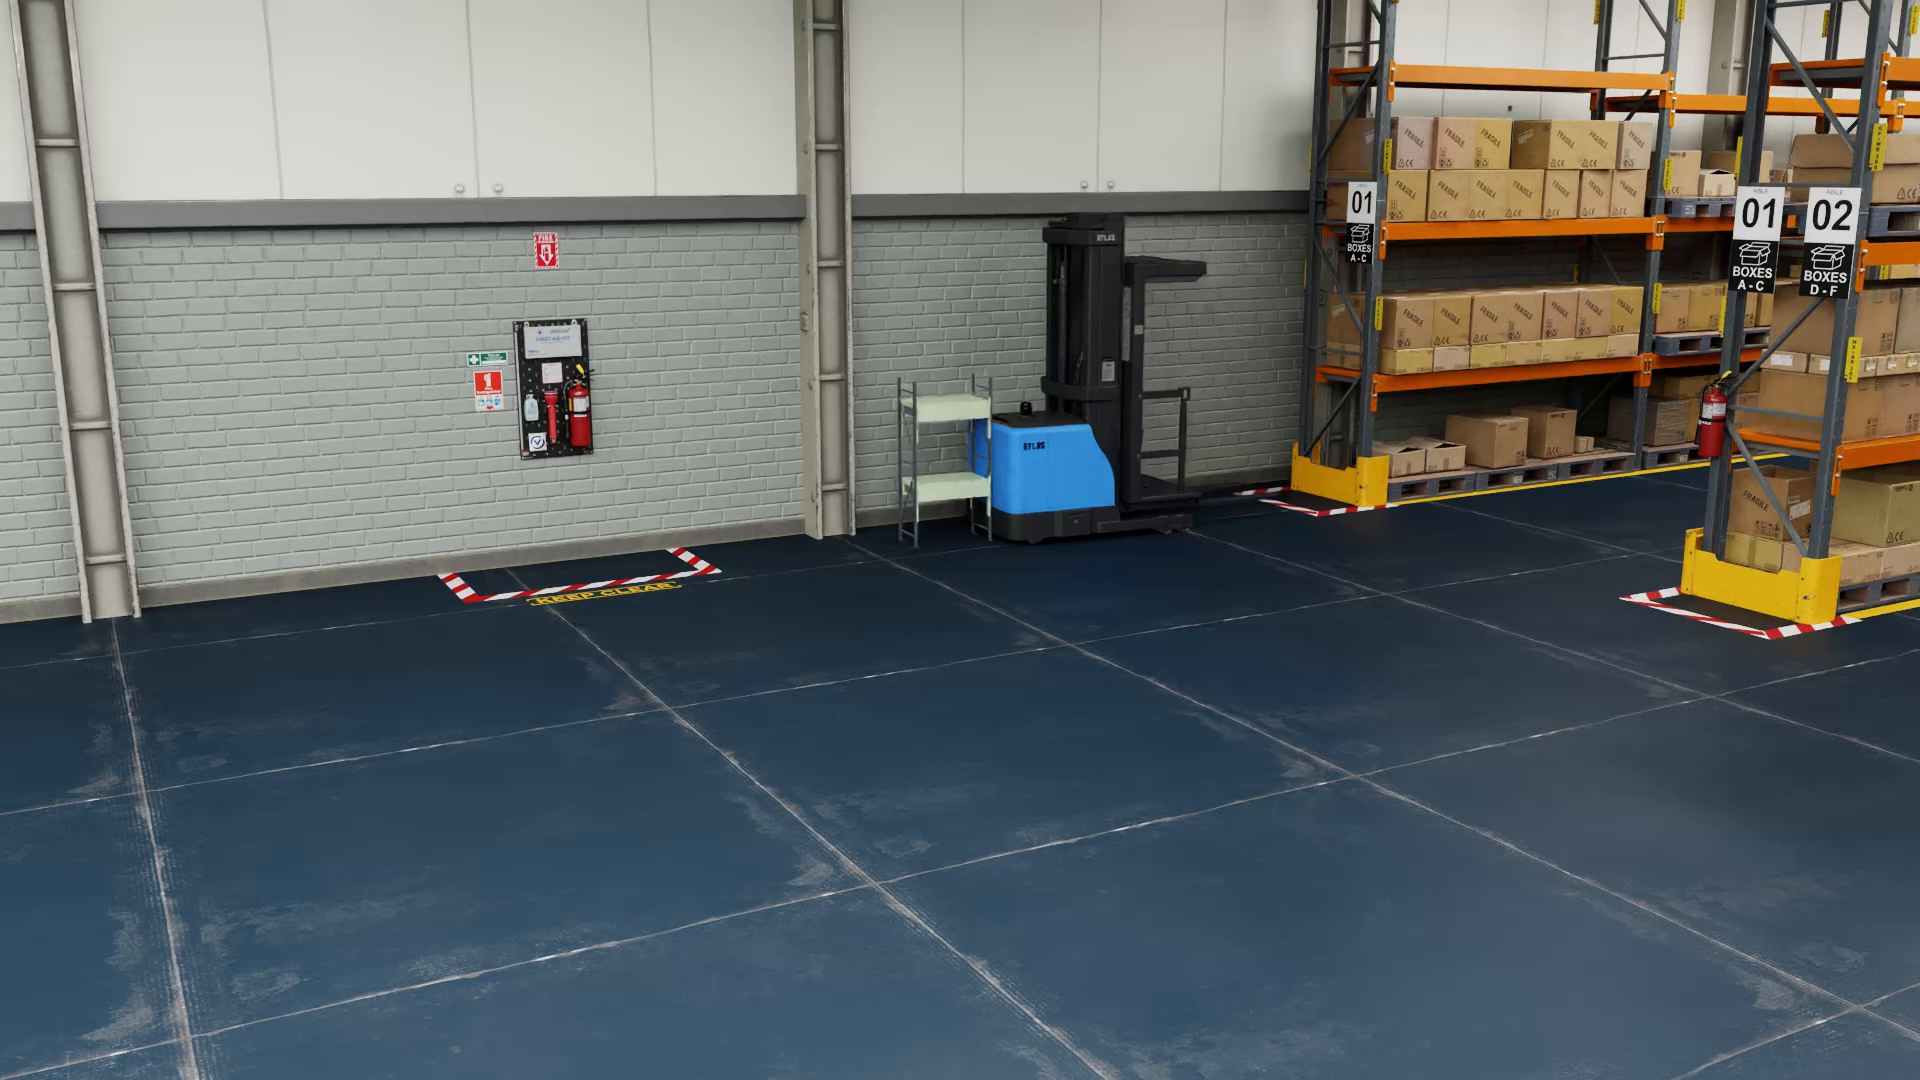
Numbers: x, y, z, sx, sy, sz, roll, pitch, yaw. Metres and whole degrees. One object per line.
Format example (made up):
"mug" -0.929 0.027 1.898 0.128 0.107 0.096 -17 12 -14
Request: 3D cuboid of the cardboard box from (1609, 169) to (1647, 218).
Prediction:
"cardboard box" 7.039 -3.753 17.990 0.500 0.500 0.500 -6 14 -26

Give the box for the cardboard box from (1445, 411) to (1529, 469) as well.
"cardboard box" 5.674 -1.090 17.951 0.500 0.500 0.700 -8 15 -31

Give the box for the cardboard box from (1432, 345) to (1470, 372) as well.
"cardboard box" 4.885 -1.896 17.137 0.500 0.250 0.500 -7 15 -30

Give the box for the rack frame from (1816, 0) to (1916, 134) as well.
"rack frame" 10.877 -5.680 19.992 0.127 3.000 1.000 -7 14 -28

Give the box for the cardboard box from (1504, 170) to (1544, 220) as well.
"cardboard box" 5.671 -3.586 17.246 0.500 0.500 0.500 -6 14 -24

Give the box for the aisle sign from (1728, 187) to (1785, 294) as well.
"aisle sign" 6.034 -2.275 12.607 0.004 0.787 0.394 -7 14 -28

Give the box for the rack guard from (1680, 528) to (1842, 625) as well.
"rack guard" 6.211 0.265 12.934 0.348 0.500 1.175 -7 14 -28

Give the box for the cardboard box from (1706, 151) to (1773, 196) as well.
"cardboard box" 8.967 -4.221 19.158 0.500 0.500 0.500 -7 15 -30

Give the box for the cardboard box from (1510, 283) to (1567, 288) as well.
"cardboard box" 6.398 -2.572 18.434 0.500 0.500 0.500 -7 14 -28

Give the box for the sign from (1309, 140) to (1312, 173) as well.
"sign" 3.607 -3.916 16.970 0.005 0.325 0.100 -7 14 -28

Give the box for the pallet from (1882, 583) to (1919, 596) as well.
"pallet" 7.953 0.187 13.937 1.213 0.211 1.003 -7 14 -28

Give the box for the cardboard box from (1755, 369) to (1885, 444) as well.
"cardboard box" 6.648 -1.053 12.868 0.500 0.500 0.700 -7 14 -28

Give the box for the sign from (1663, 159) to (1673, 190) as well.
"sign" 7.633 -3.944 17.934 0.005 0.325 0.100 -7 14 -28

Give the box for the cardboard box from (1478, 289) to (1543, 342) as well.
"cardboard box" 5.761 -2.366 17.519 0.500 0.500 0.500 -6 14 -26

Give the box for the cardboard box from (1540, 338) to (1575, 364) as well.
"cardboard box" 6.220 -2.054 17.840 0.500 0.250 0.500 -7 14 -28

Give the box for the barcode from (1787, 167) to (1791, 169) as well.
"barcode" 10.251 -4.580 20.573 0.075 0.075 0.001 -7 14 -28

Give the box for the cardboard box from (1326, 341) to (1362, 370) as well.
"cardboard box" 4.173 -1.935 17.310 0.500 0.250 0.500 -7 14 -27

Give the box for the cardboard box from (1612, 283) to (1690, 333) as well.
"cardboard box" 7.829 -2.643 18.931 0.500 0.500 0.700 -7 14 -28

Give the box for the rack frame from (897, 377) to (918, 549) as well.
"rack frame" -0.471 -0.691 14.904 0.023 1.500 0.400 -6 14 -24

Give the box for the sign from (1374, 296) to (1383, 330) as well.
"sign" 4.115 -2.229 16.352 0.005 0.325 0.100 -7 14 -28

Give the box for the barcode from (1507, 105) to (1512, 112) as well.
"barcode" 5.940 -4.659 17.962 0.075 0.075 0.001 -7 14 -28

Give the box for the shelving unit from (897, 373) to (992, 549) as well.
"shelving unit" -0.137 -0.724 15.051 0.755 1.500 0.431 -6 14 -24

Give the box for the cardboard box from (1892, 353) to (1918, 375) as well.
"cardboard box" 7.130 -1.376 12.829 0.250 0.149 0.380 -7 14 -28

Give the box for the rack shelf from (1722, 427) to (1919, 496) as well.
"rack shelf" 7.987 -0.817 13.685 4.000 0.370 1.077 -7 14 -28

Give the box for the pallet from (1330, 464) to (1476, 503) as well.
"pallet" 4.652 -0.638 17.603 1.213 0.211 1.003 -7 14 -28

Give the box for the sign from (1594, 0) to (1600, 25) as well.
"sign" 7.095 -5.898 18.475 0.005 0.325 0.100 -7 14 -28

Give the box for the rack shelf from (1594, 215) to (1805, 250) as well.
"rack shelf" 9.122 -3.655 19.466 4.000 0.370 1.077 -7 14 -28

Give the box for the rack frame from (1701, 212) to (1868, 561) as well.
"rack frame" 6.232 -0.957 12.671 0.127 3.000 1.000 -7 14 -28

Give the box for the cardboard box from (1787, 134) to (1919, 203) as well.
"cardboard box" 6.738 -2.804 12.534 0.637 0.503 0.797 -6 14 -24

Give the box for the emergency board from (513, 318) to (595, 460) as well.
"emergency board" -3.399 -1.268 14.052 0.643 1.169 0.194 -7 14 -28

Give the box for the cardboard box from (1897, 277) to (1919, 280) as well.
"cardboard box" 8.035 -1.853 13.471 0.500 0.500 0.700 -7 14 -28

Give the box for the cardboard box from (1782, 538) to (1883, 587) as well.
"cardboard box" 6.809 0.166 12.987 0.500 0.250 0.500 -7 14 -28

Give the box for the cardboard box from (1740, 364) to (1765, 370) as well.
"cardboard box" 9.740 -1.980 20.201 0.500 0.250 0.500 -7 14 -27

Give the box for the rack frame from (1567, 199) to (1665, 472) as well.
"rack frame" 7.366 -2.332 18.781 0.127 3.000 1.000 -7 14 -28

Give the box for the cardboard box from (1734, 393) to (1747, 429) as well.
"cardboard box" 8.901 -1.518 19.854 0.500 0.500 0.700 -7 14 -27

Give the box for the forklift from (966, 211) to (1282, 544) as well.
"forklift" 1.621 -1.588 15.629 3.031 2.935 1.130 -6 14 -24

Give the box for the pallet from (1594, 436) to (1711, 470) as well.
"pallet" 8.049 -1.054 19.453 1.213 0.211 1.003 -7 14 -28

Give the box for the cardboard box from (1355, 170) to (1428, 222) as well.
"cardboard box" 4.269 -3.420 16.511 0.500 0.500 0.500 -6 14 -26

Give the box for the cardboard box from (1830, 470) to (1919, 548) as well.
"cardboard box" 7.247 -0.253 13.140 0.500 0.500 0.500 -7 14 -28

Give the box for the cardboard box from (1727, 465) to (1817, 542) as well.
"cardboard box" 6.560 -0.300 13.350 0.500 0.500 0.500 -7 14 -28

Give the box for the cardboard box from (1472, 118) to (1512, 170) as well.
"cardboard box" 5.219 -4.014 16.872 0.500 0.500 0.500 -6 14 -26

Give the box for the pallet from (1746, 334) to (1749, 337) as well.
"pallet" 10.303 -2.564 20.248 1.003 0.211 1.213 -7 14 -28

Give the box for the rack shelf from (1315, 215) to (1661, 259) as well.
"rack shelf" 5.611 -3.234 17.596 4.000 0.370 1.077 -7 14 -28

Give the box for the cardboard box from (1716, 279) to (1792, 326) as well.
"cardboard box" 9.386 -2.830 19.762 0.500 0.500 0.700 -7 14 -28

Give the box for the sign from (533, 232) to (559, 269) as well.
"sign" -3.453 -2.417 13.879 0.199 0.298 0.001 -7 14 -28

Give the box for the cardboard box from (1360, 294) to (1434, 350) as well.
"cardboard box" 4.418 -2.206 16.809 0.500 0.500 0.500 -7 14 -28

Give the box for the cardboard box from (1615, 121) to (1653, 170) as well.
"cardboard box" 7.056 -4.237 17.863 0.500 0.500 0.500 -8 15 -33

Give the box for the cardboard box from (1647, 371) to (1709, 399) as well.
"cardboard box" 8.389 -1.821 19.492 0.500 0.250 0.500 -7 15 -29

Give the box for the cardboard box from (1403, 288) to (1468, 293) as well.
"cardboard box" 5.065 -2.411 17.718 0.500 0.500 0.500 -7 15 -29

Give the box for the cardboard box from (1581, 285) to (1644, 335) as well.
"cardboard box" 7.099 -2.525 18.227 0.500 0.500 0.500 -7 14 -28

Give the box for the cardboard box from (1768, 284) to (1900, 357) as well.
"cardboard box" 6.694 -1.691 12.750 0.500 0.500 0.700 -7 14 -28

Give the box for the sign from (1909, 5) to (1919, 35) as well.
"sign" 11.146 -6.071 19.421 0.005 0.325 0.100 -7 14 -28

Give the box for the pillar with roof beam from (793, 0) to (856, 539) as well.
"pillar with roof beam" 0.851 -3.618 10.830 0.400 9.000 9.100 -7 14 -28

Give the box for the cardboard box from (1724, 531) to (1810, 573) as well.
"cardboard box" 6.561 0.066 13.431 0.500 0.250 0.500 -7 14 -28

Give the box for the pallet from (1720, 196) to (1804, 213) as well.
"pallet" 8.868 -3.858 19.157 1.003 0.211 1.213 -7 14 -28

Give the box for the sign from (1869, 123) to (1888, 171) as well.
"sign" 6.493 -2.778 11.759 0.005 0.325 0.100 -7 14 -28

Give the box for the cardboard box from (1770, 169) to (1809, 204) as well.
"cardboard box" 9.695 -4.158 19.782 0.637 0.503 0.797 -5 14 -20
